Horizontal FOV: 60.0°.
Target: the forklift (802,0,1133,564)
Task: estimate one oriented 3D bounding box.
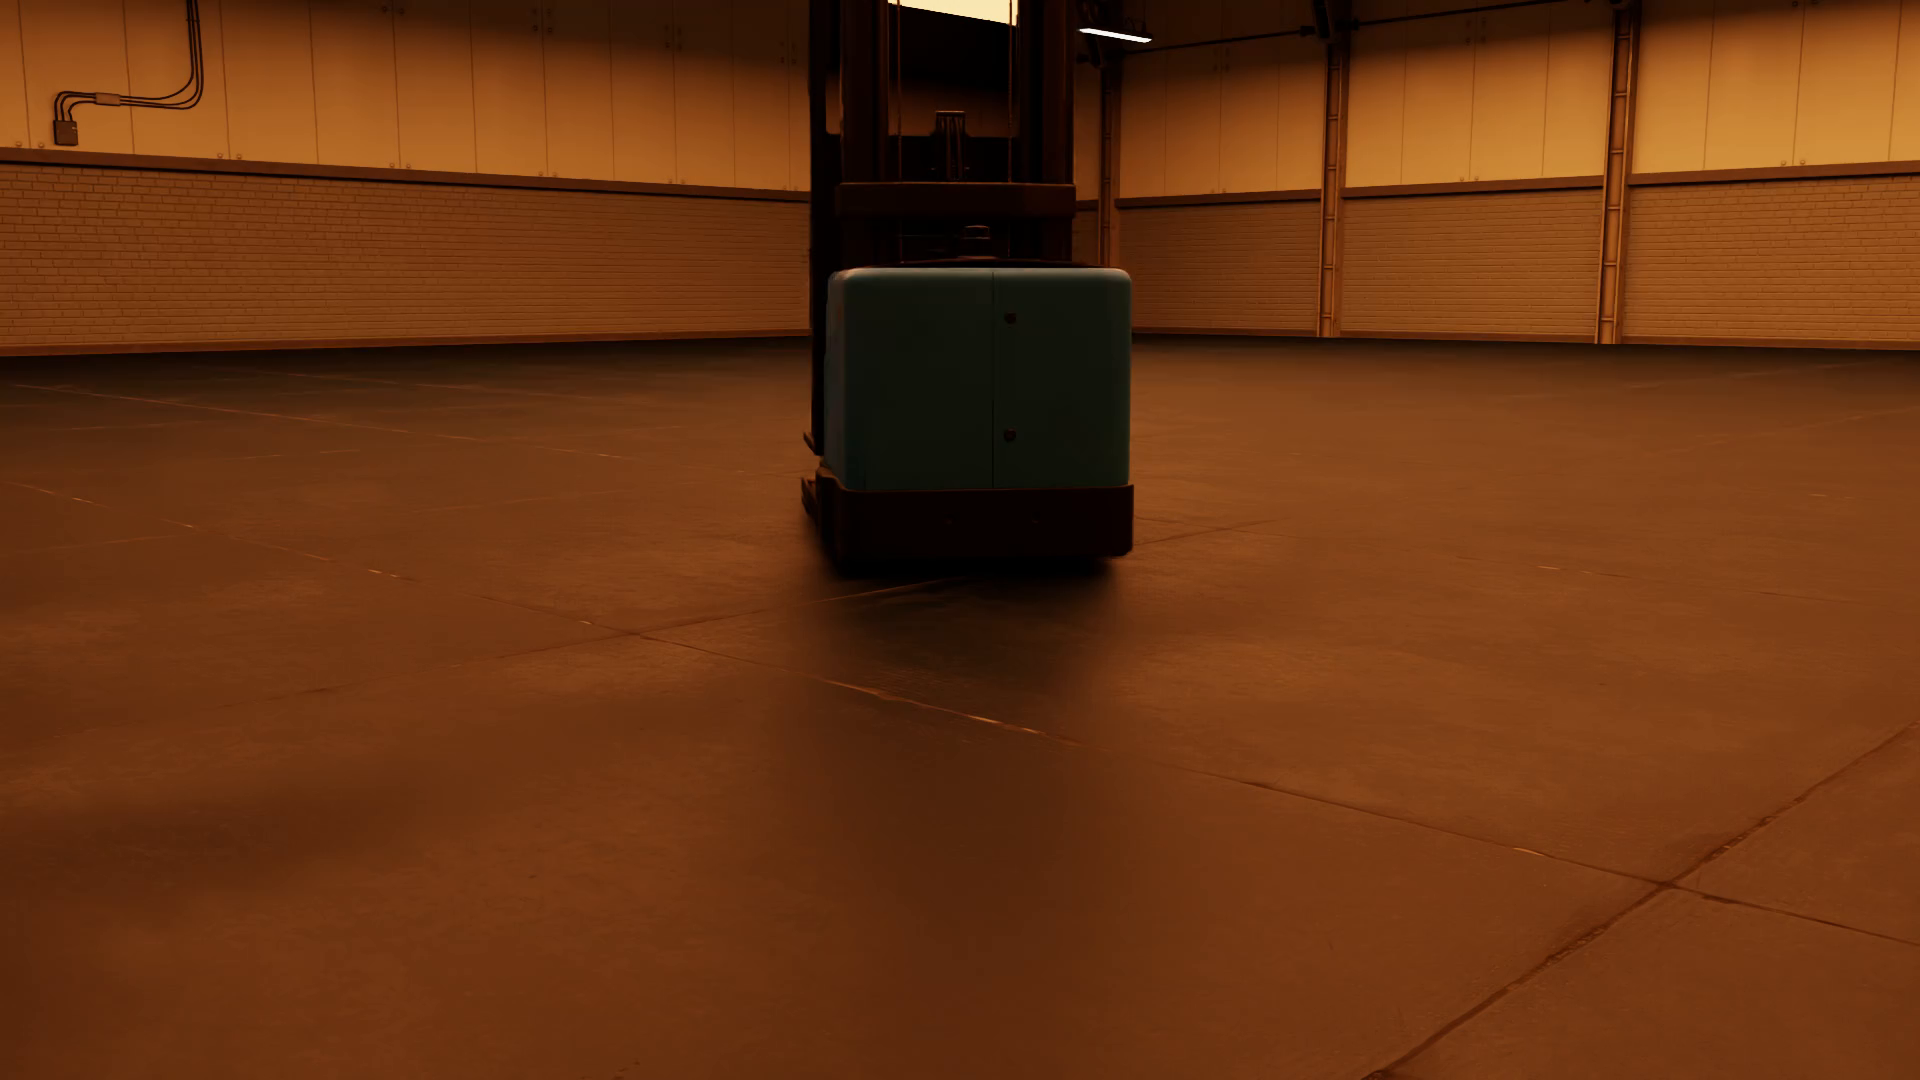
[{"bbox_3d":[-0.115,-1.541,7.107,1.130,2.935,3.031,-1,9,-9],"label":"forklift"}]
